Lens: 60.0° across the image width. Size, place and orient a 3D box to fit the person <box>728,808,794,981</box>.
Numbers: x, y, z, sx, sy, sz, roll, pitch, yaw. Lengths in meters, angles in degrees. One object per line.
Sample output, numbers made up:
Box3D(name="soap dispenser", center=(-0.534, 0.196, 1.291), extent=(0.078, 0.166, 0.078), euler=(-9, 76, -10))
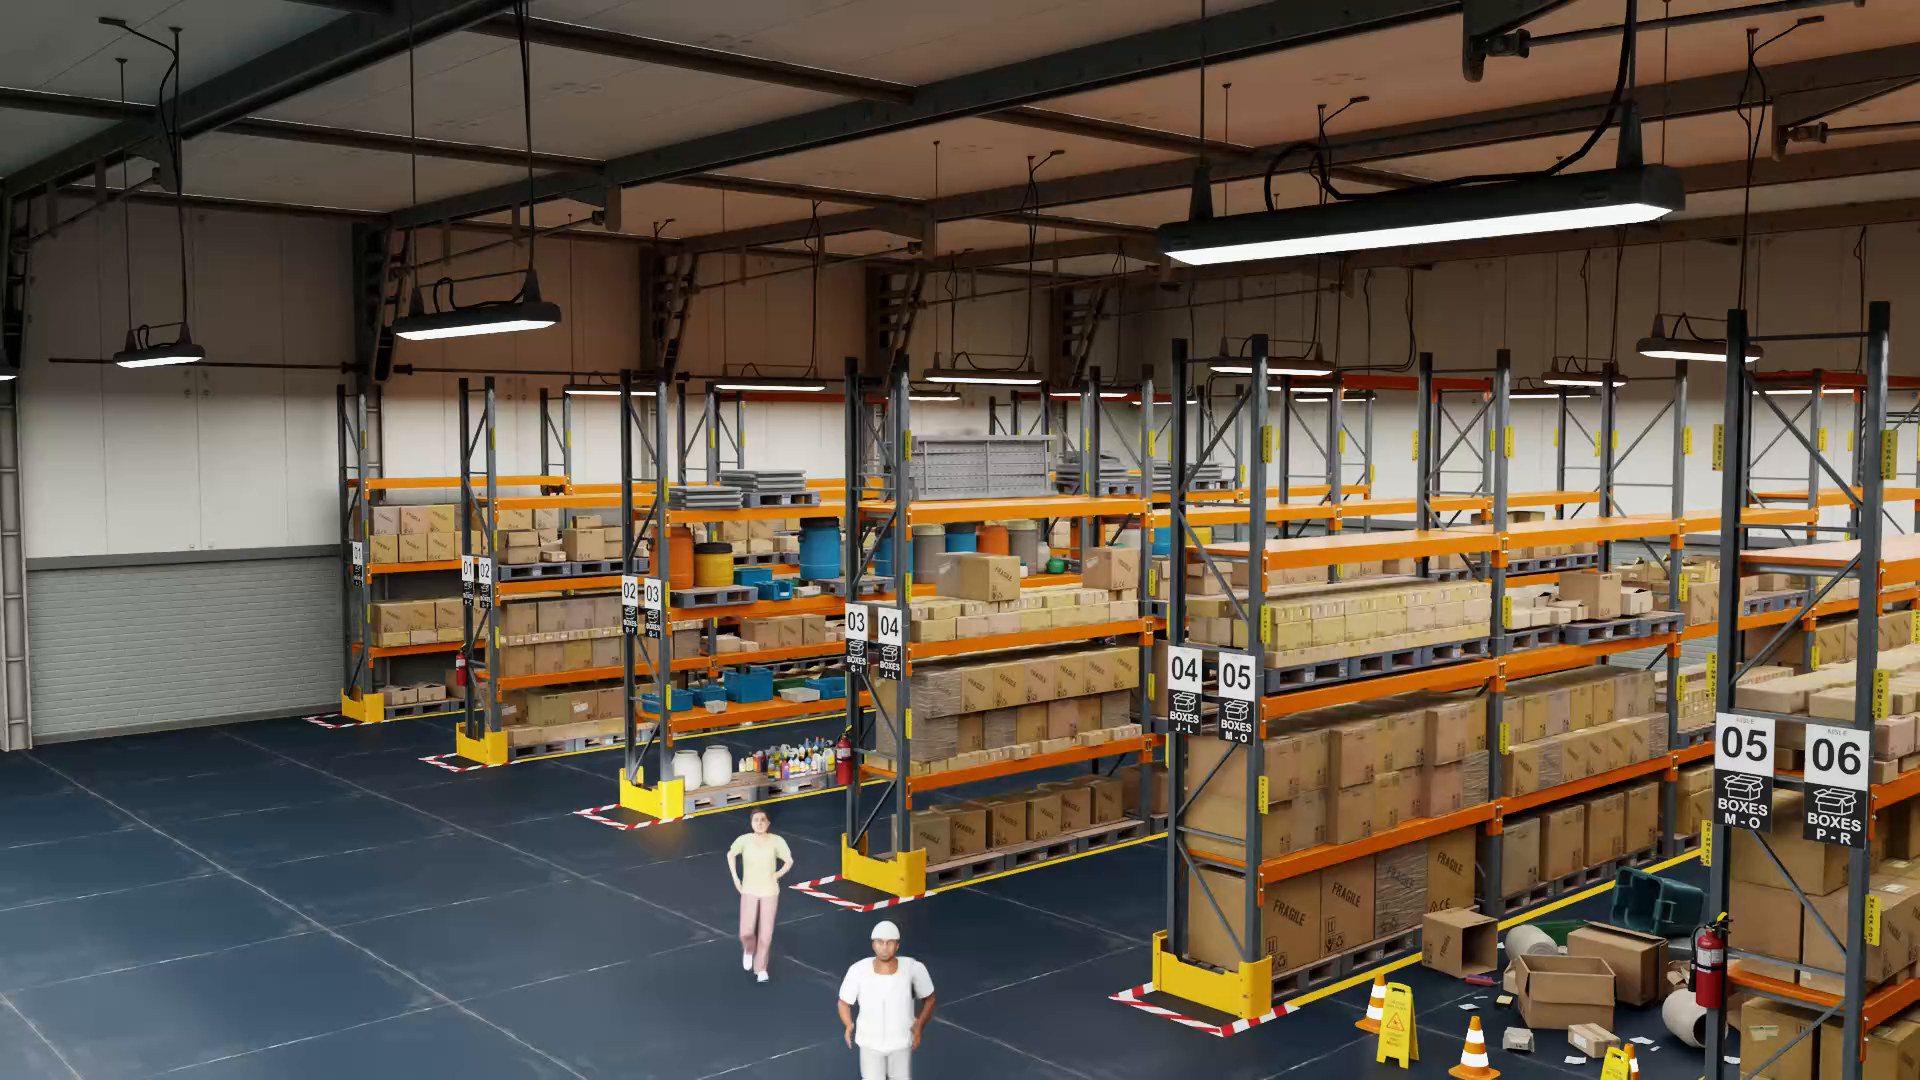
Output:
Box3D(name="person", center=(-1.872, 3.321, 15.565), extent=(0.624, 1.638, 0.514), euler=(0, 4, -3))

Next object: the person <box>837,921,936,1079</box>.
Box3D(name="person", center=(-0.523, 3.534, 11.715), extent=(0.697, 1.718, 0.606), euler=(0, 4, 2))

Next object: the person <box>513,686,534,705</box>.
Box3D(name="person", center=(-7.522, 2.404, 28.668), extent=(0.678, 1.814, 0.944), euler=(3, 5, 40))
